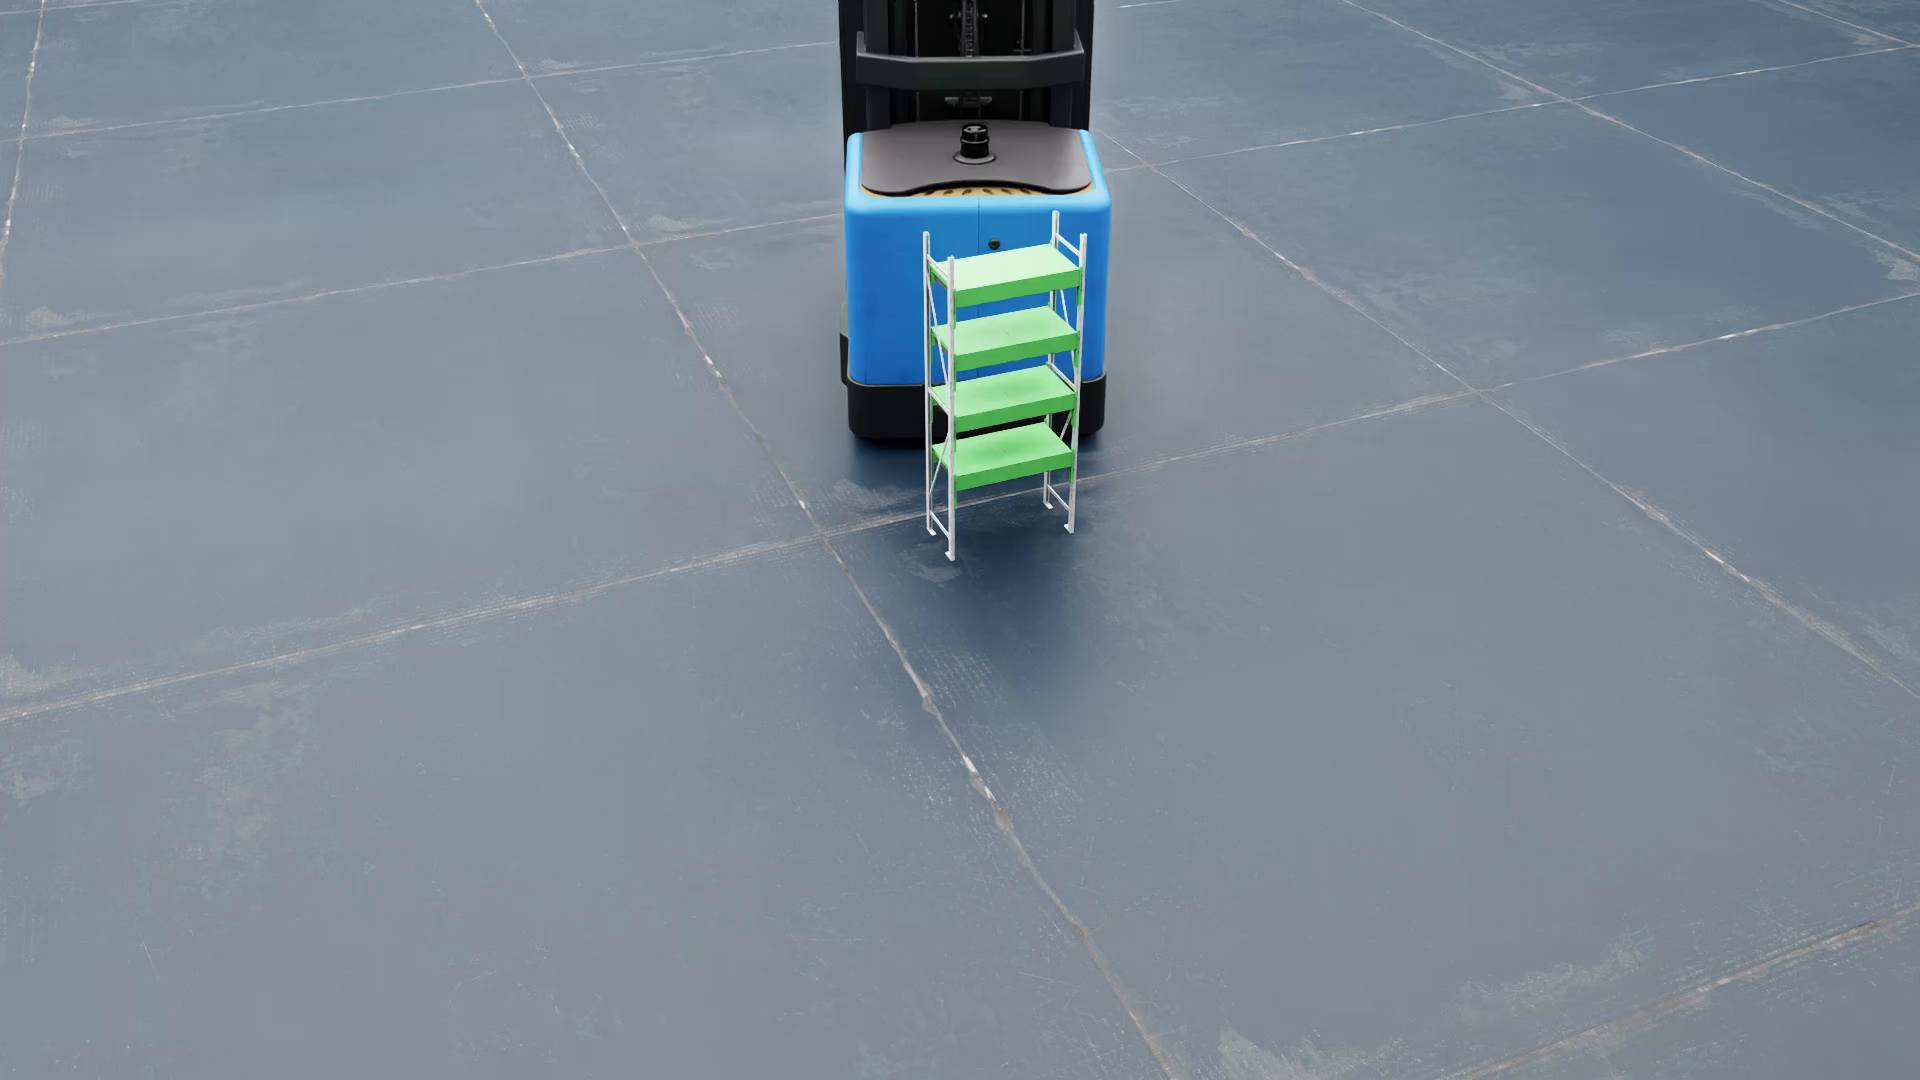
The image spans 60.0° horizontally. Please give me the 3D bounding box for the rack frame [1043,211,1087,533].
[{"bbox_3d":[0.378,-0.589,6.056,0.015,1.200,0.240,-13,35,-19],"label":"rack frame"}]

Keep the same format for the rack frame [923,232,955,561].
[{"bbox_3d":[-0.072,-0.486,5.897,0.015,1.200,0.240,-13,35,-19],"label":"rack frame"}]

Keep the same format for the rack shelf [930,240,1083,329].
[{"bbox_3d":[0.153,-0.887,5.750,0.480,0.148,0.258,-13,35,-19],"label":"rack shelf"}]

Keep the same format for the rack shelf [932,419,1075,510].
[{"bbox_3d":[0.153,-0.283,6.142,0.480,0.148,0.258,-13,35,-19],"label":"rack shelf"}]

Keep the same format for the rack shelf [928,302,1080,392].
[{"bbox_3d":[0.153,-0.685,5.880,0.480,0.148,0.258,-13,35,-19],"label":"rack shelf"}]

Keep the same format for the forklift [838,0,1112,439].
[{"bbox_3d":[0.016,-2.413,7.272,1.130,2.935,3.031,-1,33,-2],"label":"forklift"}]

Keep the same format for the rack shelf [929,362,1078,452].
[{"bbox_3d":[0.153,-0.484,6.011,0.480,0.148,0.258,-13,35,-19],"label":"rack shelf"}]

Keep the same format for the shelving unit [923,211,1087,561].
[{"bbox_3d":[0.153,-0.538,5.976,0.503,1.200,0.258,-13,35,-19],"label":"shelving unit"}]
